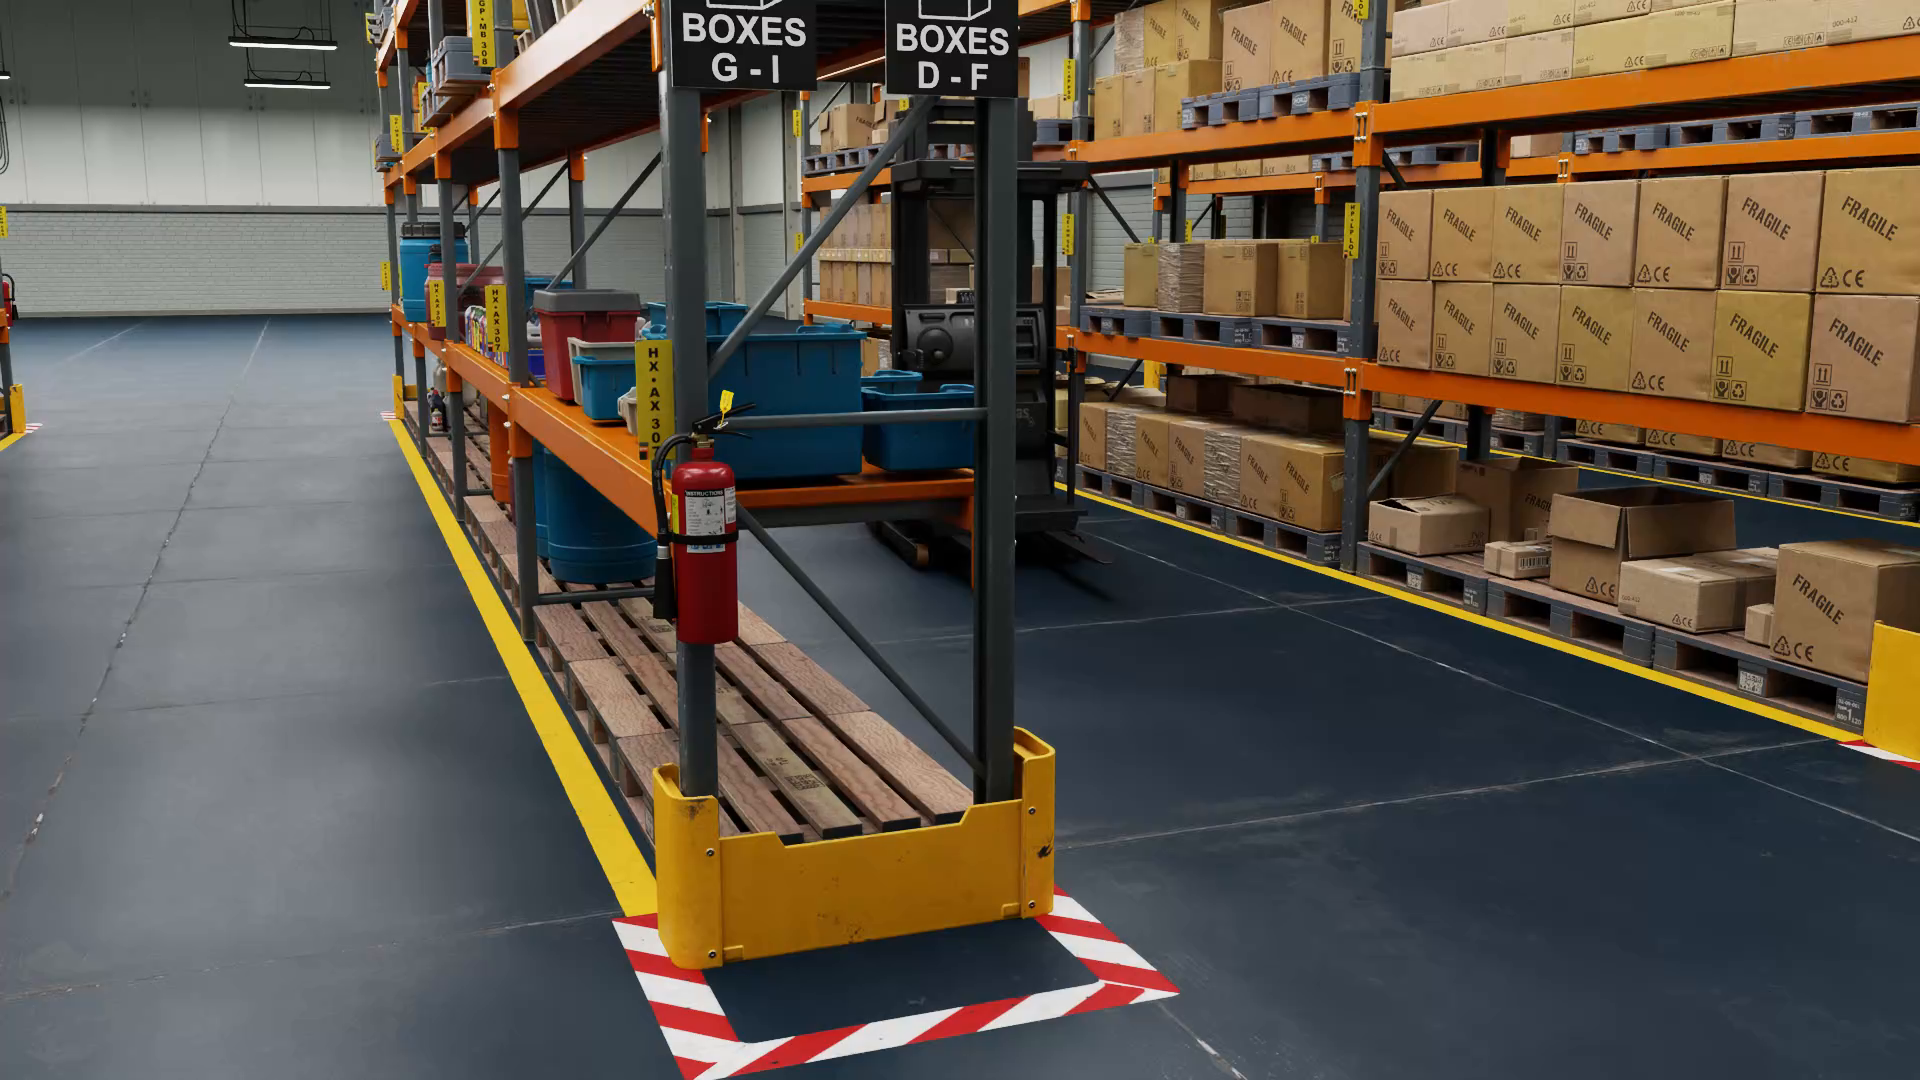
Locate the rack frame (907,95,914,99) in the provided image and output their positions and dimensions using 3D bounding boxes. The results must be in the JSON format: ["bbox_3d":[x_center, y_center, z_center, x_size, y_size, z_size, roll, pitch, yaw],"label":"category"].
[{"bbox_3d":[-0.053,-5.564,17.005,1.000,3.000,0.127,-4,11,-21],"label":"rack frame"}]

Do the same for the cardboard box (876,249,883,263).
[{"bbox_3d":[-0.718,-3.176,18.572,0.380,0.149,0.250,-4,11,-21],"label":"cardboard box"}]

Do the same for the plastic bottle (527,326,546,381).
[{"bbox_3d":[-2.216,-0.974,8.682,0.152,0.276,0.135,-4,11,-21],"label":"plastic bottle"}]

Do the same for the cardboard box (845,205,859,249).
[{"bbox_3d":[-0.947,-3.698,19.654,0.700,0.500,0.500,-4,11,-21],"label":"cardboard box"}]

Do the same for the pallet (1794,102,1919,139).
[{"bbox_3d":[7.083,-3.149,12.538,0.805,0.209,1.217,-4,11,-23],"label":"pallet"}]

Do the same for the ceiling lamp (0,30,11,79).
[{"bbox_3d":[-23.343,-12.384,38.677,2.000,3.185,0.800,-4,11,-21],"label":"ceiling lamp"}]

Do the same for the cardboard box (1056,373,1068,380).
[{"bbox_3d":[0.912,-1.443,16.019,0.500,0.311,0.500,-4,11,-22],"label":"cardboard box"}]

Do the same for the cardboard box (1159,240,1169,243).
[{"bbox_3d":[3.006,-3.786,22.372,0.500,0.500,0.500,-4,11,-21],"label":"cardboard box"}]

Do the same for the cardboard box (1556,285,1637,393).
[{"bbox_3d":[3.330,-1.005,8.221,0.500,0.500,0.500,-4,11,-22],"label":"cardboard box"}]

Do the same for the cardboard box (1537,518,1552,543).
[{"bbox_3d":[3.588,0.000,9.276,0.500,0.311,0.500,-4,11,-21],"label":"cardboard box"}]

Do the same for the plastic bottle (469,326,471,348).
[{"bbox_3d":[-3.314,-1.418,11.395,0.097,0.201,0.097,0,10,0],"label":"plastic bottle"}]

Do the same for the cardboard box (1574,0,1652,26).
[{"bbox_3d":[3.325,-2.613,7.981,0.500,0.250,0.500,-4,11,-21],"label":"cardboard box"}]

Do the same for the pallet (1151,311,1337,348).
[{"bbox_3d":[2.105,-1.546,12.093,1.003,0.211,1.213,-4,11,-21],"label":"pallet"}]

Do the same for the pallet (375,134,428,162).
[{"bbox_3d":[-5.024,-3.792,16.147,1.213,0.211,1.003,-4,11,-21],"label":"pallet"}]

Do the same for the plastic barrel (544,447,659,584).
[{"bbox_3d":[-1.954,-0.254,9.078,0.600,0.901,0.708,-4,11,-21],"label":"plastic barrel"}]

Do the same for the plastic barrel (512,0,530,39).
[{"bbox_3d":[-2.292,-2.903,8.874,0.600,0.588,0.600,0,10,0],"label":"plastic barrel"}]

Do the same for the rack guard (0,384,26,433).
[{"bbox_3d":[-10.710,-1.392,17.819,1.175,0.500,0.348,-4,11,-21],"label":"rack guard"}]

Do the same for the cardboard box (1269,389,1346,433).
[{"bbox_3d":[2.535,-0.917,11.752,0.500,0.250,0.500,-4,11,-21],"label":"cardboard box"}]

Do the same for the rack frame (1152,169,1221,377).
[{"bbox_3d":[3.113,-3.578,22.971,1.000,3.000,0.127,-4,11,-21],"label":"rack frame"}]

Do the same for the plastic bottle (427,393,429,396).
[{"bbox_3d":[-5.415,-1.370,17.077,0.152,0.276,0.135,-4,11,-20],"label":"plastic bottle"}]

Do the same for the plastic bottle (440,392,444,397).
[{"bbox_3d":[-5.316,-1.380,17.115,0.061,0.283,0.133,-4,11,-21],"label":"plastic bottle"}]

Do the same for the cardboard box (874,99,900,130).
[{"bbox_3d":[-0.532,-4.691,18.765,0.797,0.503,0.637,-3,10,-15],"label":"cardboard box"}]

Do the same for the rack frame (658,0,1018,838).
[{"bbox_3d":[-0.323,-0.338,4.755,1.000,3.000,0.127,-4,11,-21],"label":"rack frame"}]

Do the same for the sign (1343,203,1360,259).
[{"bbox_3d":[2.330,-1.839,9.886,0.100,0.325,0.005,-4,11,-21],"label":"sign"}]

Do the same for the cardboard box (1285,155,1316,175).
[{"bbox_3d":[4.148,-4.528,19.405,0.500,0.500,0.500,-4,11,-19],"label":"cardboard box"}]

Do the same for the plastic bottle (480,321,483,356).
[{"bbox_3d":[-3.015,-1.318,10.630,0.097,0.271,0.097,0,10,0],"label":"plastic bottle"}]

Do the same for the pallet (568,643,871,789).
[{"bbox_3d":[-1.024,0.699,6.887,1.003,0.211,1.213,-4,11,-21],"label":"pallet"}]

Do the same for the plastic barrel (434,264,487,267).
[{"bbox_3d":[-4.106,-2.003,13.728,0.433,0.535,0.433,0,10,0],"label":"plastic barrel"}]

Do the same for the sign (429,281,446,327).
[{"bbox_3d":[-3.732,-1.688,11.879,0.100,0.325,0.005,-4,11,-21],"label":"sign"}]

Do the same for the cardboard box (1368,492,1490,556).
[{"bbox_3d":[2.796,-0.115,9.924,0.500,0.311,0.500,-4,11,-21],"label":"cardboard box"}]

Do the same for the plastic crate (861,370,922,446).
[{"bbox_3d":[-0.344,-0.454,5.712,0.416,0.233,0.300,-4,11,-21],"label":"plastic crate"}]

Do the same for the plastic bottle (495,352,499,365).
[{"bbox_3d":[-2.664,-1.175,9.817,0.152,0.276,0.135,-4,11,-21],"label":"plastic bottle"}]

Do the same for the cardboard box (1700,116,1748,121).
[{"bbox_3d":[6.670,-3.765,13.916,0.700,0.500,0.500,-3,11,-18],"label":"cardboard box"}]

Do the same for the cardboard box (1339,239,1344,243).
[{"bbox_3d":[4.587,-3.321,19.752,0.500,0.500,0.500,-4,11,-22],"label":"cardboard box"}]

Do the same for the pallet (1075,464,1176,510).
[{"bbox_3d":[1.632,-0.460,13.405,1.003,0.211,1.213,-4,11,-21],"label":"pallet"}]

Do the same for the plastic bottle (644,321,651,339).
[{"bbox_3d":[-1.612,-1.051,8.905,0.144,0.351,0.185,-4,11,-21],"label":"plastic bottle"}]

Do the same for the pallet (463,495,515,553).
[{"bbox_3d":[-2.897,-0.145,11.631,1.003,0.211,1.213,-4,11,-21],"label":"pallet"}]

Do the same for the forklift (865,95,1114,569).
[{"bbox_3d":[0.161,-1.337,10.566,1.130,2.935,3.031,-3,10,-15],"label":"forklift"}]

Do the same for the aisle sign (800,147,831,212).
[{"bbox_3d":[-1.812,-4.534,20.924,0.394,0.787,0.004,-4,11,-21],"label":"aisle sign"}]

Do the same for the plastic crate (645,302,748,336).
[{"bbox_3d":[-1.285,-0.958,8.115,0.392,0.384,0.575,-4,11,-21],"label":"plastic crate"}]

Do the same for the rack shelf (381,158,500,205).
[{"bbox_3d":[-5.396,-3.746,17.402,1.077,0.370,4.000,-4,11,-21],"label":"rack shelf"}]

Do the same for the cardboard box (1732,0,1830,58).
[{"bbox_3d":[3.692,-2.204,7.109,0.500,0.250,0.500,-4,11,-21],"label":"cardboard box"}]

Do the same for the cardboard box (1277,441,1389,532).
[{"bbox_3d":[2.400,-0.353,10.720,0.500,0.500,0.500,-4,11,-21],"label":"cardboard box"}]

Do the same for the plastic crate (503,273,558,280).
[{"bbox_3d":[-3.522,-1.958,13.682,0.402,0.464,0.583,-4,11,-21],"label":"plastic crate"}]

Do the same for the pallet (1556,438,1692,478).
[{"bbox_3d":[6.227,-0.766,15.124,1.003,0.211,1.213,-4,11,-21],"label":"pallet"}]

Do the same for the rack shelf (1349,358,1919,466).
[{"bbox_3d":[3.571,-0.624,8.417,1.077,0.370,4.000,-4,11,-21],"label":"rack shelf"}]

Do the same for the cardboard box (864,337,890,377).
[{"bbox_3d":[-0.780,-2.058,18.936,0.500,0.500,0.500,-4,11,-21],"label":"cardboard box"}]

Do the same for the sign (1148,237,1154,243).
[{"bbox_3d":[2.607,-3.970,22.702,0.100,0.325,0.005,-4,11,-21],"label":"sign"}]

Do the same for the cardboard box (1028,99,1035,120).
[{"bbox_3d":[0.776,-3.816,14.973,0.500,0.250,0.500,-4,11,-22],"label":"cardboard box"}]

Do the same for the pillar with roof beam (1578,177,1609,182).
[{"bbox_3d":[2.335,-5.220,15.071,9.100,9.000,0.400,-4,11,-21],"label":"pillar with roof beam"}]

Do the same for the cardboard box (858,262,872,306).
[{"bbox_3d":[-0.782,-2.983,19.339,0.700,0.500,0.500,-4,11,-19],"label":"cardboard box"}]

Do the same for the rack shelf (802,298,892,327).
[{"bbox_3d":[-0.778,-2.583,19.428,1.077,0.370,4.000,-4,11,-21],"label":"rack shelf"}]

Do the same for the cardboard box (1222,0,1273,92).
[{"bbox_3d":[2.246,-3.391,11.584,0.600,0.600,0.600,-4,11,-23],"label":"cardboard box"}]

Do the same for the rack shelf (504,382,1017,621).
[{"bbox_3d":[-1.048,-0.310,6.653,1.077,0.370,4.000,-4,11,-21],"label":"rack shelf"}]

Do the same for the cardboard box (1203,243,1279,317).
[{"bbox_3d":[2.148,-1.845,11.743,0.700,0.500,0.500,-7,12,-35],"label":"cardboard box"}]

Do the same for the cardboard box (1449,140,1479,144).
[{"bbox_3d":[5.133,-4.363,17.331,0.500,0.500,0.500,-4,11,-23],"label":"cardboard box"}]

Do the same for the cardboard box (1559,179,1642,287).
[{"bbox_3d":[3.316,-1.499,8.141,0.500,0.500,0.500,-4,11,-19],"label":"cardboard box"}]

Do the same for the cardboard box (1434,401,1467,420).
[{"bbox_3d":[5.418,-1.543,17.413,0.700,0.500,0.500,-4,11,-21],"label":"cardboard box"}]

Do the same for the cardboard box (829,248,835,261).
[{"bbox_3d":[-1.374,-3.470,20.227,0.380,0.149,0.250,-4,11,-21],"label":"cardboard box"}]
